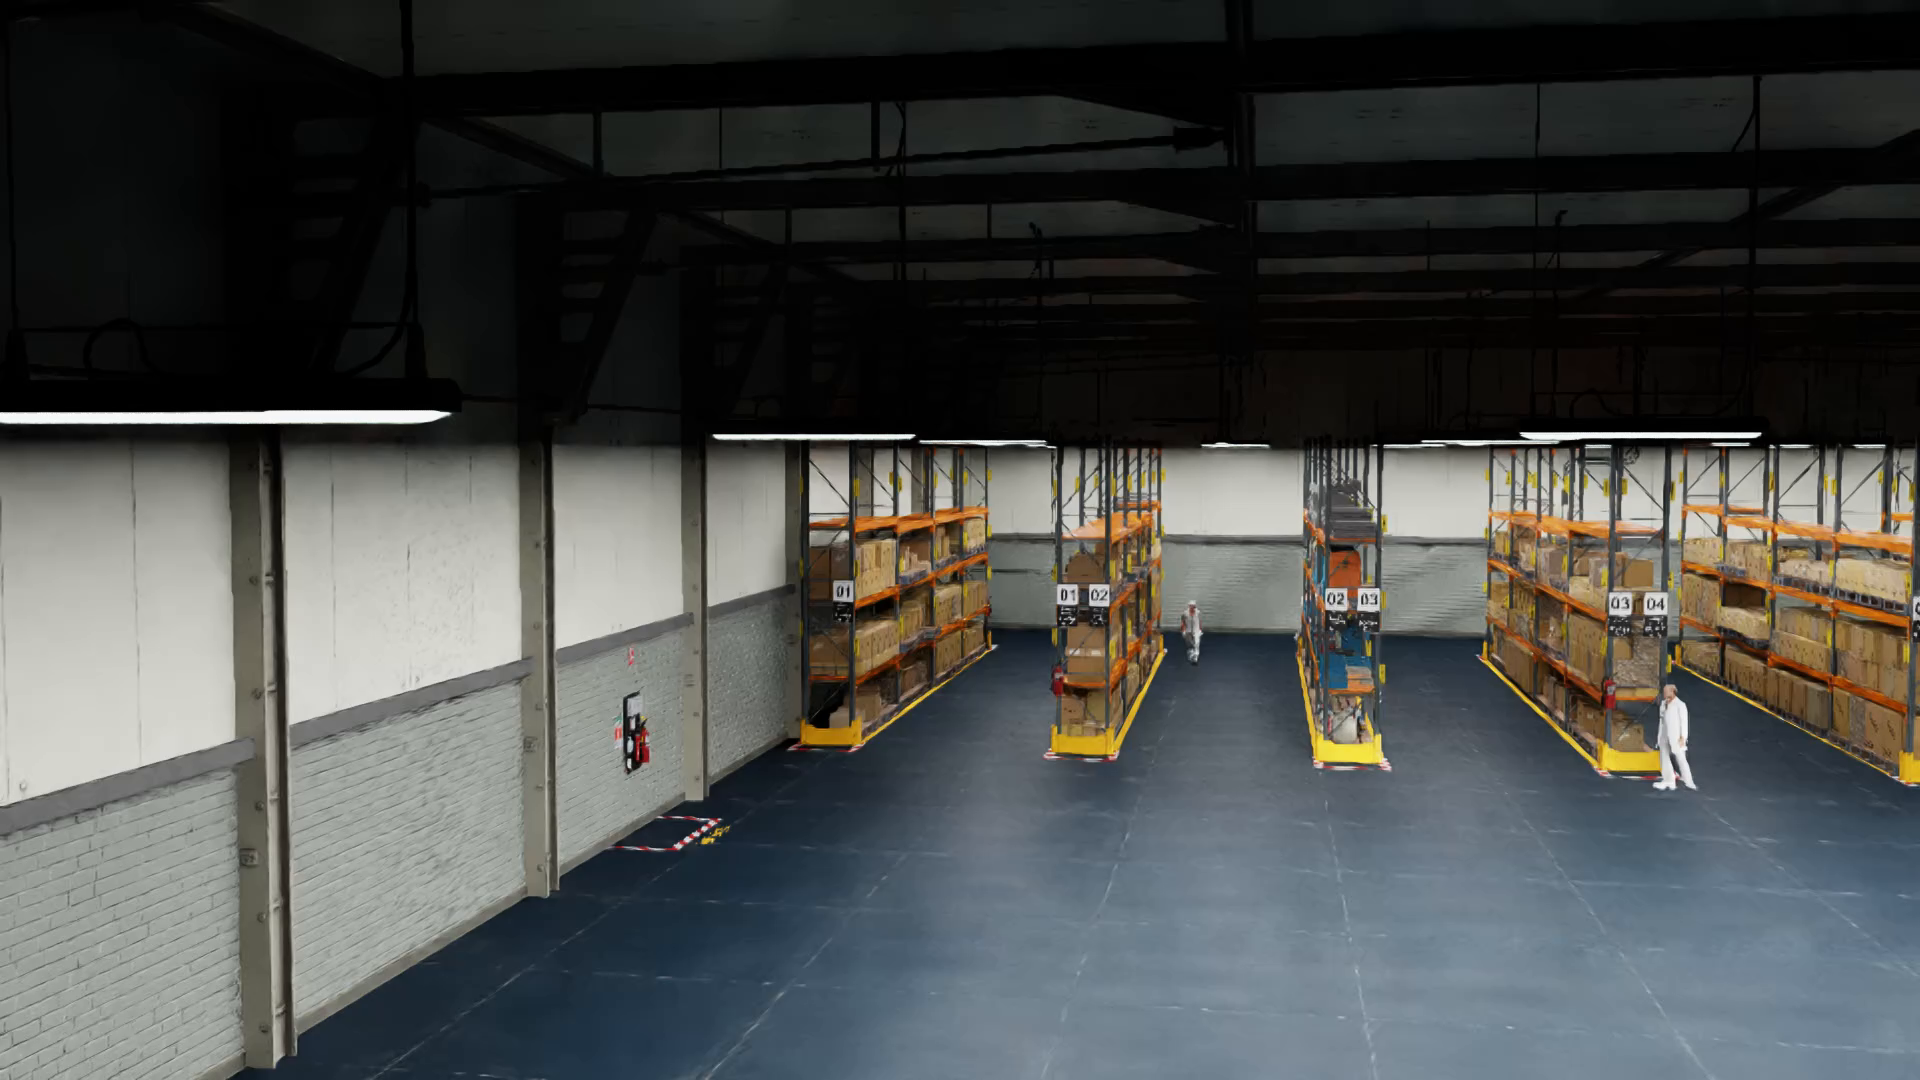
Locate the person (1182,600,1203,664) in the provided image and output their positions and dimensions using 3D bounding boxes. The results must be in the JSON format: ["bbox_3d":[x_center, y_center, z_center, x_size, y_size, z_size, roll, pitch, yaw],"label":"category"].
[{"bbox_3d":[6.214,2.443,44.590,0.546,1.708,1.123,1,3,12],"label":"person"}]

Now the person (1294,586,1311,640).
[{"bbox_3d":[10.299,2.197,49.727,0.454,1.656,0.641,3,4,42],"label":"person"}]

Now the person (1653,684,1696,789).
[{"bbox_3d":[12.107,3.320,28.153,0.595,1.772,0.693,-1,3,-19],"label":"person"}]
